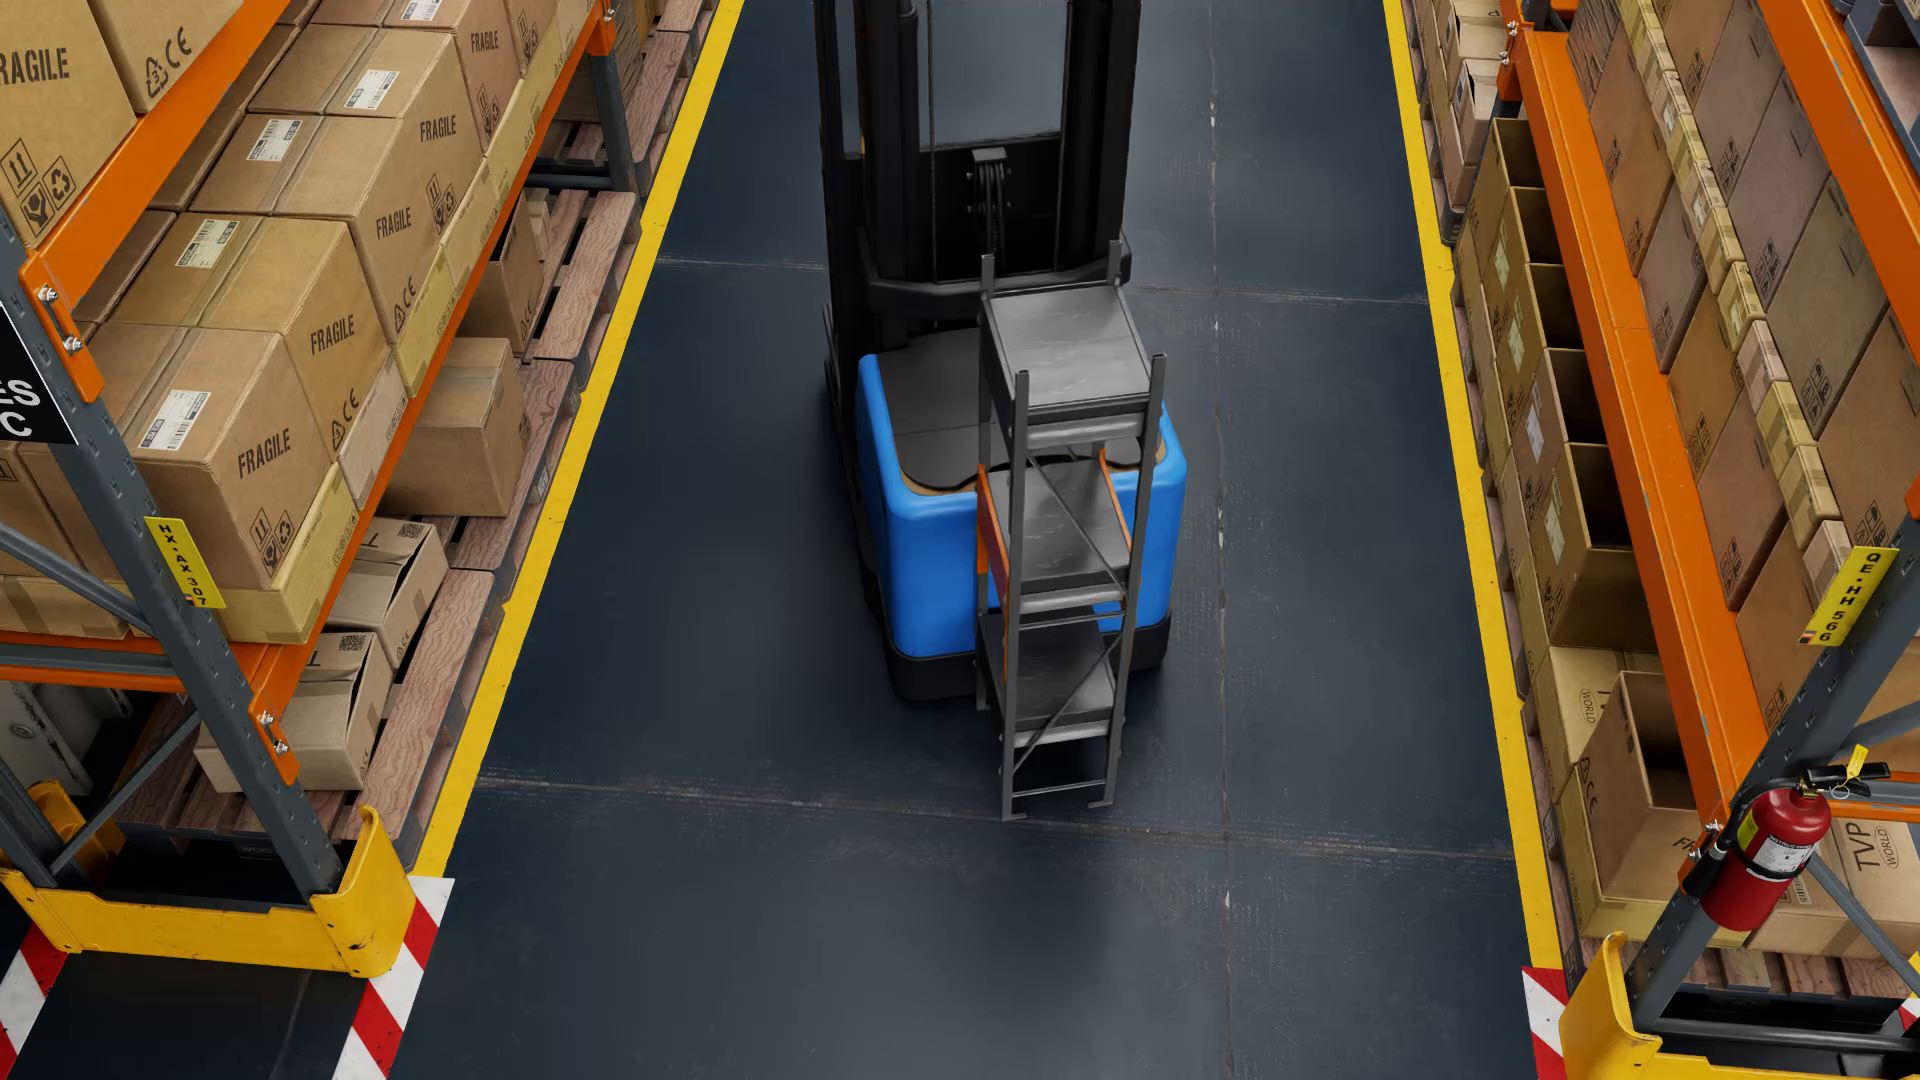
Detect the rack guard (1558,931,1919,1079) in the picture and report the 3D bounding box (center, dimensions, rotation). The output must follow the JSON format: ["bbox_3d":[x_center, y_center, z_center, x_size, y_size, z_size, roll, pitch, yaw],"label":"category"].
[{"bbox_3d":[2.490,1.506,5.034,1.175,0.500,0.348,4,48,4],"label":"rack guard"}]

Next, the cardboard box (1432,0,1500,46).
[{"bbox_3d":[2.697,-2.764,8.444,0.500,0.311,0.500,4,48,3],"label":"cardboard box"}]

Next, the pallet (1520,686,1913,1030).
[{"bbox_3d":[2.520,1.021,5.673,1.003,0.211,1.213,4,48,4],"label":"pallet"}]

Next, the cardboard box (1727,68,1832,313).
[{"bbox_3d":[2.640,-0.965,4.653,0.700,0.500,0.500,4,48,4],"label":"cardboard box"}]

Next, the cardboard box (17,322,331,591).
[{"bbox_3d":[-2.098,-0.226,4.503,0.500,0.500,0.500,4,48,4],"label":"cardboard box"}]

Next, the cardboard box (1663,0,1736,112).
[{"bbox_3d":[2.732,-1.700,5.326,0.700,0.500,0.500,4,48,4],"label":"cardboard box"}]

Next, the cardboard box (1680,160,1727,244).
[{"bbox_3d":[2.477,-1.042,5.162,0.380,0.149,0.250,3,48,3],"label":"cardboard box"}]

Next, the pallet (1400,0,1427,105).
[{"bbox_3d":[2.994,-2.797,9.165,1.003,0.211,1.213,4,48,4],"label":"pallet"}]

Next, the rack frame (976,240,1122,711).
[{"bbox_3d":[0.257,-0.105,5.423,0.400,2.100,0.015,-7,48,-7],"label":"rack frame"}]

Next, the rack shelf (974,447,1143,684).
[{"bbox_3d":[0.300,0.081,5.271,0.431,0.518,0.480,-7,48,-7],"label":"rack shelf"}]

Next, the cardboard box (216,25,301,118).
[{"bbox_3d":[-2.465,-1.375,5.555,0.500,0.500,0.500,4,48,4],"label":"cardboard box"}]

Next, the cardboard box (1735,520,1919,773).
[{"bbox_3d":[2.548,0.269,4.404,0.700,0.500,0.500,4,48,4],"label":"cardboard box"}]

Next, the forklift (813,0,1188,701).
[{"bbox_3d":[0.016,-1.505,6.140,1.130,2.935,3.031,-7,48,-7],"label":"forklift"}]

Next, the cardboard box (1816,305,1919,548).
[{"bbox_3d":[2.553,-0.208,3.961,0.700,0.500,0.500,4,48,4],"label":"cardboard box"}]

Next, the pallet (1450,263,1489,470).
[{"bbox_3d":[2.743,-0.772,7.313,1.003,0.211,1.213,4,48,4],"label":"pallet"}]

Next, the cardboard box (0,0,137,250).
[{"bbox_3d":[-2.161,-0.967,3.488,0.500,0.500,0.500,5,48,5],"label":"cardboard box"}]

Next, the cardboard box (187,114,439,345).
[{"bbox_3d":[-1.990,-0.967,5.182,0.500,0.500,0.500,2,48,2],"label":"cardboard box"}]

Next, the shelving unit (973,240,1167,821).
[{"bbox_3d":[0.300,0.072,5.261,0.431,2.100,0.503,-7,48,-7],"label":"shelving unit"}]

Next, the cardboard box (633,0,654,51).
[{"bbox_3d":[-2.029,-2.855,8.724,0.700,0.500,0.500,3,48,3],"label":"cardboard box"}]

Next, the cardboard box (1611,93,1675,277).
[{"bbox_3d":[2.732,-1.245,5.789,0.700,0.500,0.500,5,48,4],"label":"cardboard box"}]

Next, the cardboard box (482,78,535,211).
[{"bbox_3d":[-1.902,-1.477,6.156,0.500,0.250,0.500,4,48,3],"label":"cardboard box"}]

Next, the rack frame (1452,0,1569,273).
[{"bbox_3d":[2.857,-2.295,6.816,1.000,3.000,0.127,4,48,4],"label":"rack frame"}]

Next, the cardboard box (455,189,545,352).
[{"bbox_3d":[-2.131,-1.165,7.178,0.500,0.500,0.500,1,48,1],"label":"cardboard box"}]

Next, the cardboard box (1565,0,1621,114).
[{"bbox_3d":[2.823,-2.002,6.480,0.700,0.500,0.500,3,48,3],"label":"cardboard box"}]

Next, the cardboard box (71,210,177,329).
[{"bbox_3d":[-2.554,-0.625,4.869,0.500,0.500,0.500,4,48,4],"label":"cardboard box"}]

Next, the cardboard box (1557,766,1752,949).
[{"bbox_3d":[2.247,1.017,5.366,0.500,0.250,0.500,4,48,4],"label":"cardboard box"}]

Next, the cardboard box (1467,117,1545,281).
[{"bbox_3d":[2.503,-1.442,7.106,0.500,0.500,0.500,4,48,4],"label":"cardboard box"}]

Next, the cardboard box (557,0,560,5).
[{"bbox_3d":[-1.812,-2.466,6.553,0.500,0.500,0.500,4,48,3],"label":"cardboard box"}]

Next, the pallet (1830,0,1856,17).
[{"bbox_3d":[2.691,-1.755,4.349,1.003,0.211,1.213,4,48,4],"label":"pallet"}]

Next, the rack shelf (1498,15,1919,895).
[{"bbox_3d":[2.675,-0.582,5.737,1.077,0.370,4.000,4,48,4],"label":"rack shelf"}]

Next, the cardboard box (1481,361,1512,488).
[{"bbox_3d":[2.411,-0.454,6.711,0.500,0.250,0.500,4,48,4],"label":"cardboard box"}]

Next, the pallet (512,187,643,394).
[{"bbox_3d":[-2.102,-1.188,7.694,1.003,0.211,1.213,4,48,4],"label":"pallet"}]

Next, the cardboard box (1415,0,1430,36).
[{"bbox_3d":[2.748,-2.954,8.998,0.500,0.250,0.500,5,48,4],"label":"cardboard box"}]

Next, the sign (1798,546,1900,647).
[{"bbox_3d":[1.953,0.127,3.656,0.100,0.325,0.005,4,48,4],"label":"sign"}]

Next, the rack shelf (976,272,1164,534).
[{"bbox_3d":[0.300,-0.391,4.755,0.431,0.518,0.480,-7,48,-7],"label":"rack shelf"}]

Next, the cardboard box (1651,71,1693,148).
[{"bbox_3d":[2.526,-1.416,5.505,0.380,0.149,0.250,3,48,2],"label":"cardboard box"}]

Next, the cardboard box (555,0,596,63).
[{"bbox_3d":[-1.818,-2.213,6.829,0.500,0.250,0.500,4,48,4],"label":"cardboard box"}]

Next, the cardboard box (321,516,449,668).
[{"bbox_3d":[-2.236,0.152,6.102,0.500,0.311,0.500,7,48,7],"label":"cardboard box"}]

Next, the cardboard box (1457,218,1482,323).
[{"bbox_3d":[2.513,-1.188,7.383,0.500,0.250,0.500,4,48,4],"label":"cardboard box"}]

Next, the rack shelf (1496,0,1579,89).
[{"bbox_3d":[3.039,-3.522,8.426,1.077,0.370,4.000,4,48,4],"label":"rack shelf"}]

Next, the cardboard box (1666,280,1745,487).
[{"bbox_3d":[2.642,-0.482,5.090,0.700,0.500,0.500,4,48,4],"label":"cardboard box"}]

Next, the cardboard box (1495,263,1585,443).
[{"bbox_3d":[2.412,-0.707,6.434,0.500,0.500,0.500,4,48,4],"label":"cardboard box"}]

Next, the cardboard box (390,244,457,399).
[{"bbox_3d":[-1.995,-0.736,5.478,0.500,0.250,0.500,3,48,3],"label":"cardboard box"}]

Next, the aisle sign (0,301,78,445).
[{"bbox_3d":[-2.149,-0.490,3.404,0.394,0.787,0.004,4,48,4],"label":"aisle sign"}]

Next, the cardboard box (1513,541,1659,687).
[{"bbox_3d":[2.325,0.281,6.039,0.500,0.250,0.500,4,48,4],"label":"cardboard box"}]

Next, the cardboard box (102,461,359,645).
[{"bbox_3d":[-2.080,0.021,4.786,0.500,0.250,0.500,3,48,2],"label":"cardboard box"}]

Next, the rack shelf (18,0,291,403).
[{"bbox_3d":[-2.259,-1.925,4.933,1.077,0.370,4.000,4,48,4],"label":"rack shelf"}]

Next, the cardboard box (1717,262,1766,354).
[{"bbox_3d":[2.432,-0.660,4.813,0.380,0.149,0.250,5,48,5],"label":"cardboard box"}]

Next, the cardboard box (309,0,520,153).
[{"bbox_3d":[-1.908,-1.730,5.879,0.500,0.500,0.500,3,48,2],"label":"cardboard box"}]

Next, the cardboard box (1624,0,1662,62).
[{"bbox_3d":[2.573,-1.796,5.852,0.380,0.149,0.250,3,48,3],"label":"cardboard box"}]

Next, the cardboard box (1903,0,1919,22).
[{"bbox_3d":[2.335,-1.370,3.660,0.500,0.250,0.500,4,48,4],"label":"cardboard box"}]

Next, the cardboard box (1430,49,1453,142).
[{"bbox_3d":[2.654,-2.204,8.312,0.500,0.250,0.500,3,48,3],"label":"cardboard box"}]

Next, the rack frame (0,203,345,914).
[{"bbox_3d":[-2.441,0.314,4.430,1.000,3.000,0.127,4,48,4],"label":"rack frame"}]

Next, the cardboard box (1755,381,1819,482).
[{"bbox_3d":[2.383,-0.282,4.468,0.380,0.149,0.250,3,48,3],"label":"cardboard box"}]

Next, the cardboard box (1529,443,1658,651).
[{"bbox_3d":[2.322,0.028,5.762,0.500,0.500,0.500,4,48,4],"label":"cardboard box"}]

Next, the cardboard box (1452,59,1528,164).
[{"bbox_3d":[2.608,-2.015,7.759,0.500,0.311,0.500,4,48,4],"label":"cardboard box"}]

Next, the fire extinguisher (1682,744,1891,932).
[{"bbox_3d":[2.019,0.726,4.105,0.296,0.674,0.183,4,48,4],"label":"fire extinguisher"}]

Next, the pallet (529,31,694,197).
[{"bbox_3d":[-2.007,-2.256,8.670,1.003,0.211,1.213,4,48,4],"label":"pallet"}]

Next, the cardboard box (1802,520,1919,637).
[{"bbox_3d":[2.338,0.098,4.120,0.380,0.149,0.250,3,48,3],"label":"cardboard box"}]
